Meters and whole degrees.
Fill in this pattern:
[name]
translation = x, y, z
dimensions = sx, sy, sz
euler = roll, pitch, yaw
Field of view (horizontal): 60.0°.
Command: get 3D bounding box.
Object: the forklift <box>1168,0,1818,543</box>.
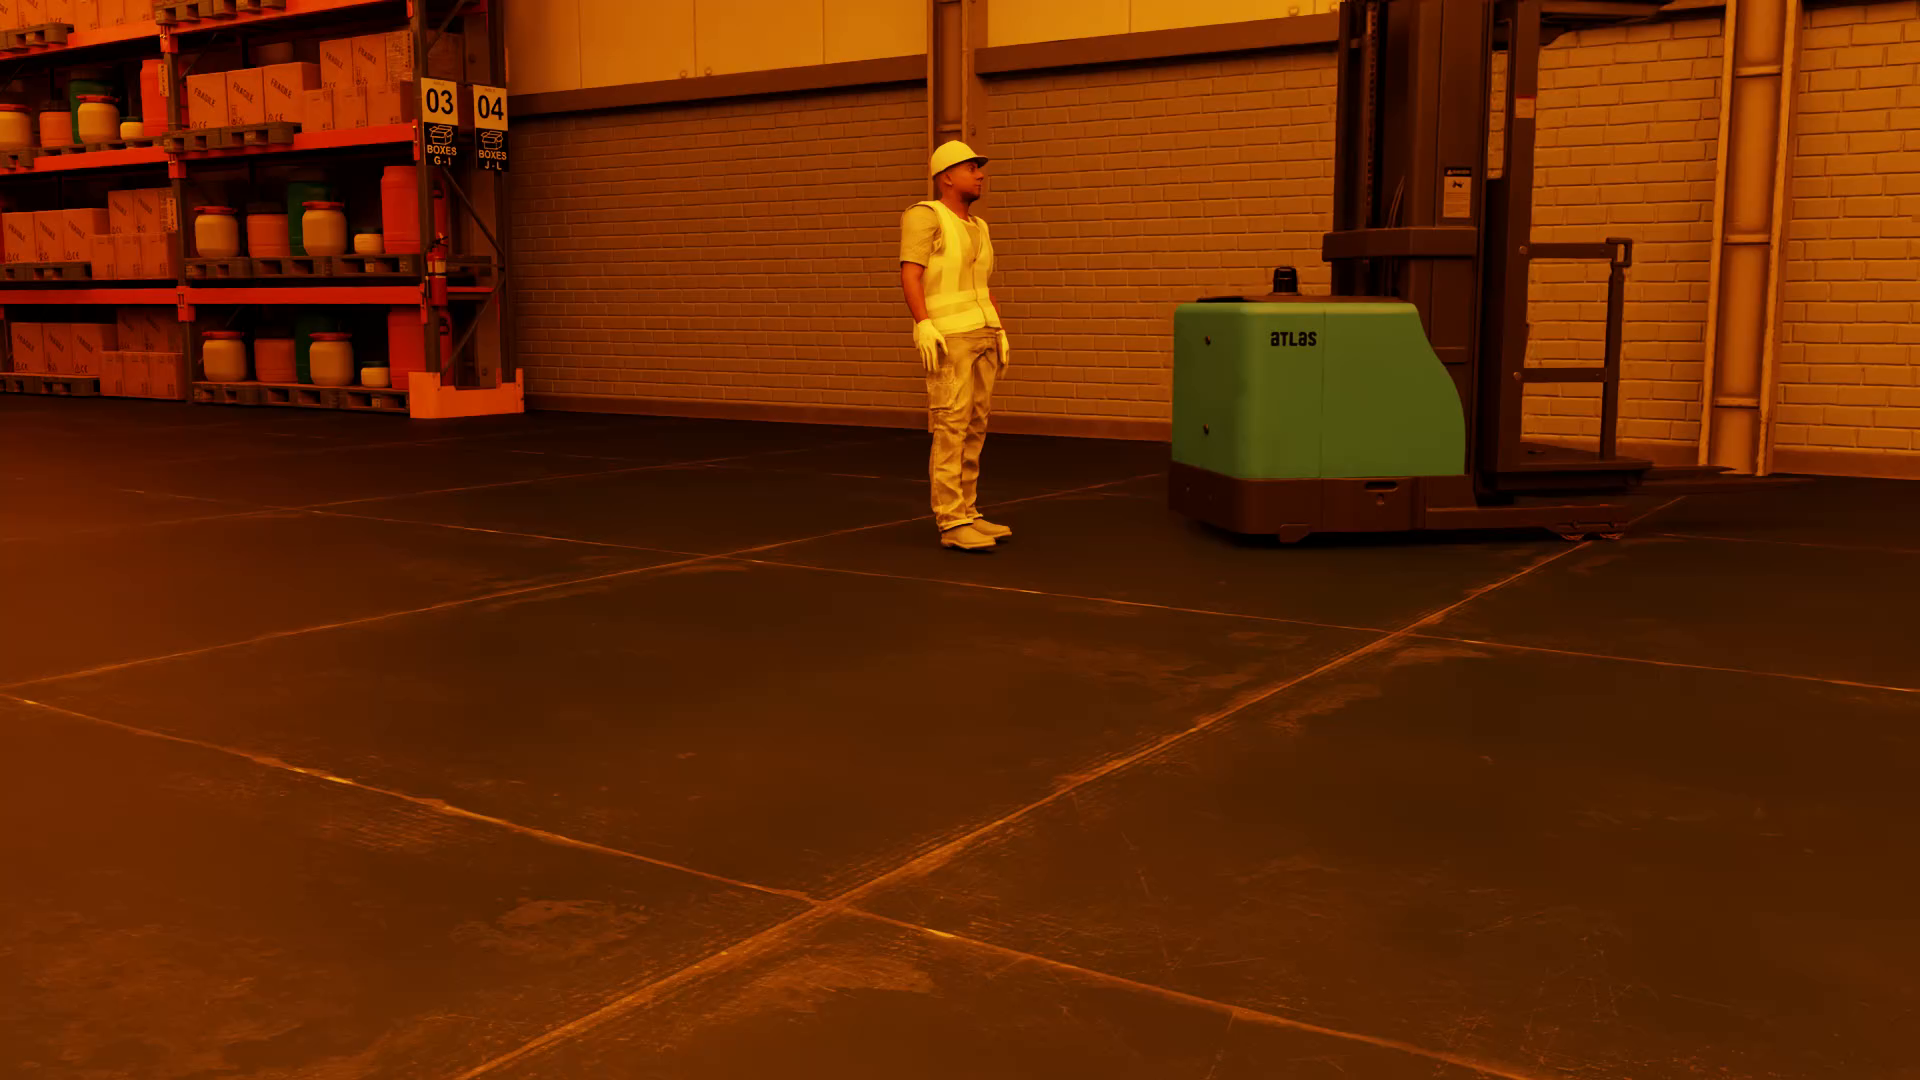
[forklift]
translation = 2.593, -1.517, 7.862
dimensions = 3.031, 2.935, 1.130
euler = -2, 8, -12

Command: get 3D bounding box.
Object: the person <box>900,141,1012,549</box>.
[person]
translation = 0.055, -0.883, 7.431
dimensions = 0.577, 1.781, 0.656
euler = 5, 10, 34
